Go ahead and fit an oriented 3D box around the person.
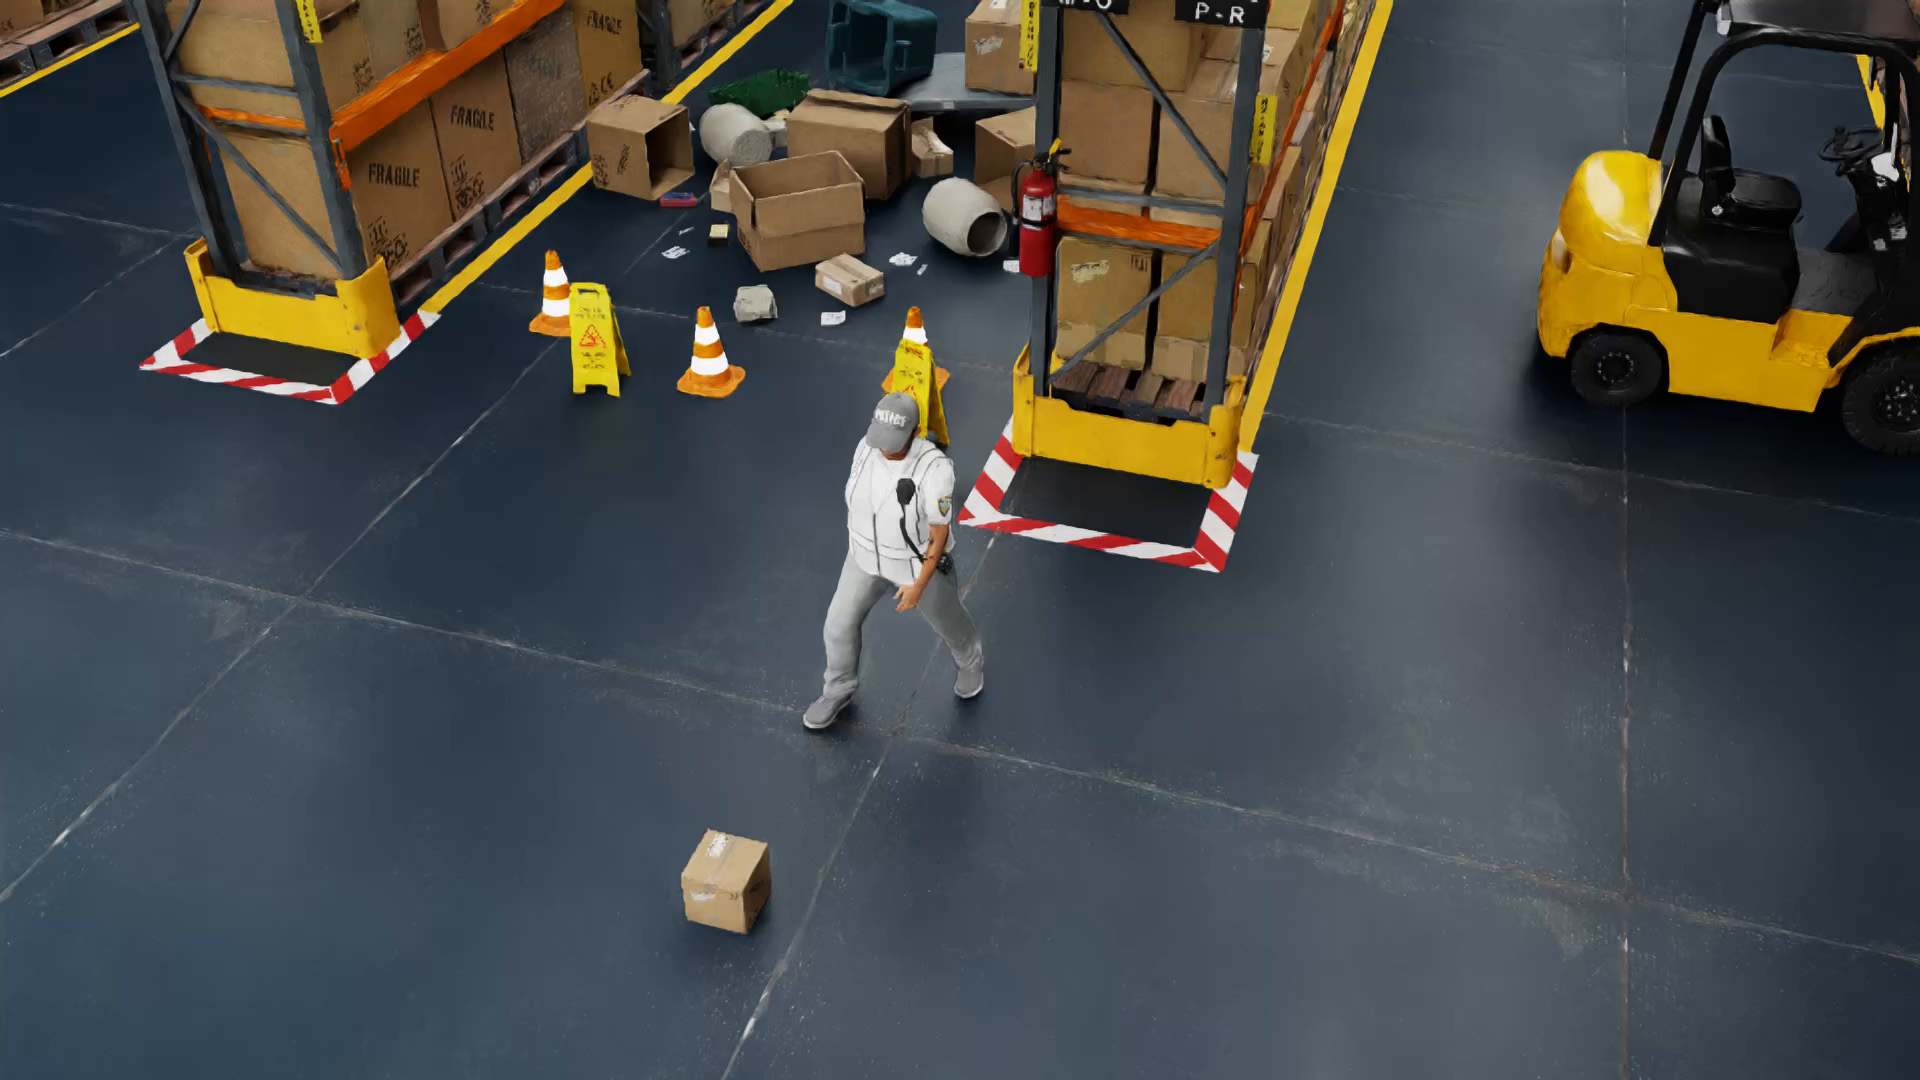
[{"bbox_3d":[-0.258,0.049,6.843,0.599,1.619,0.775,18,41,22],"label":"person"}]
